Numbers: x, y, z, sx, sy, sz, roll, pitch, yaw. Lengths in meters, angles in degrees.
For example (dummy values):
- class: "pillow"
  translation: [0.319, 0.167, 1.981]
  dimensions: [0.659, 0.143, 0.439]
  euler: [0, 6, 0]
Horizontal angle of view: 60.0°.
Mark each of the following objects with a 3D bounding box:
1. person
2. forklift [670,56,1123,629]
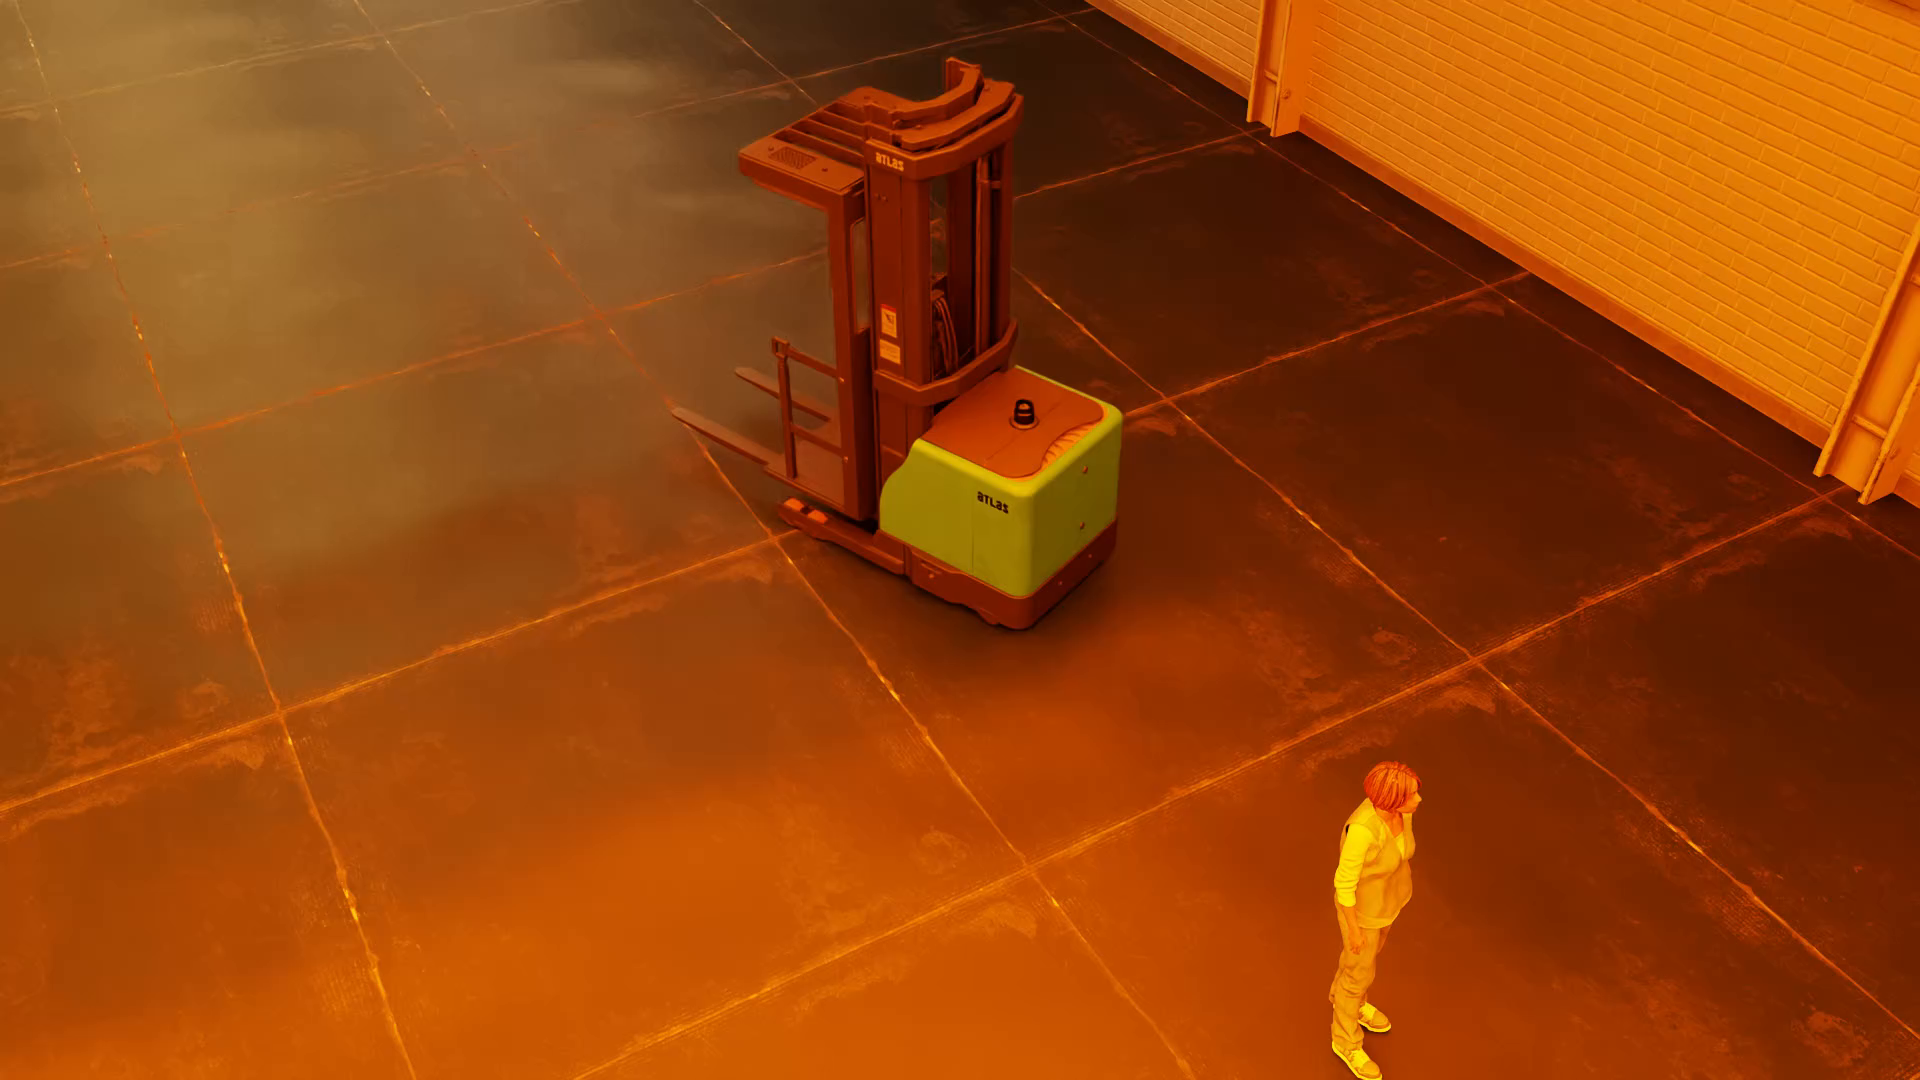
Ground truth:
- class: "person"
  translation: [1.827, 1.601, 7.140]
  dimensions: [0.475, 1.597, 0.520]
  euler: [28, 47, 30]
- class: "forklift"
  translation: [-0.521, -1.385, 9.706]
  dimensions: [3.031, 2.935, 1.130]
  euler: [26, 46, 28]
